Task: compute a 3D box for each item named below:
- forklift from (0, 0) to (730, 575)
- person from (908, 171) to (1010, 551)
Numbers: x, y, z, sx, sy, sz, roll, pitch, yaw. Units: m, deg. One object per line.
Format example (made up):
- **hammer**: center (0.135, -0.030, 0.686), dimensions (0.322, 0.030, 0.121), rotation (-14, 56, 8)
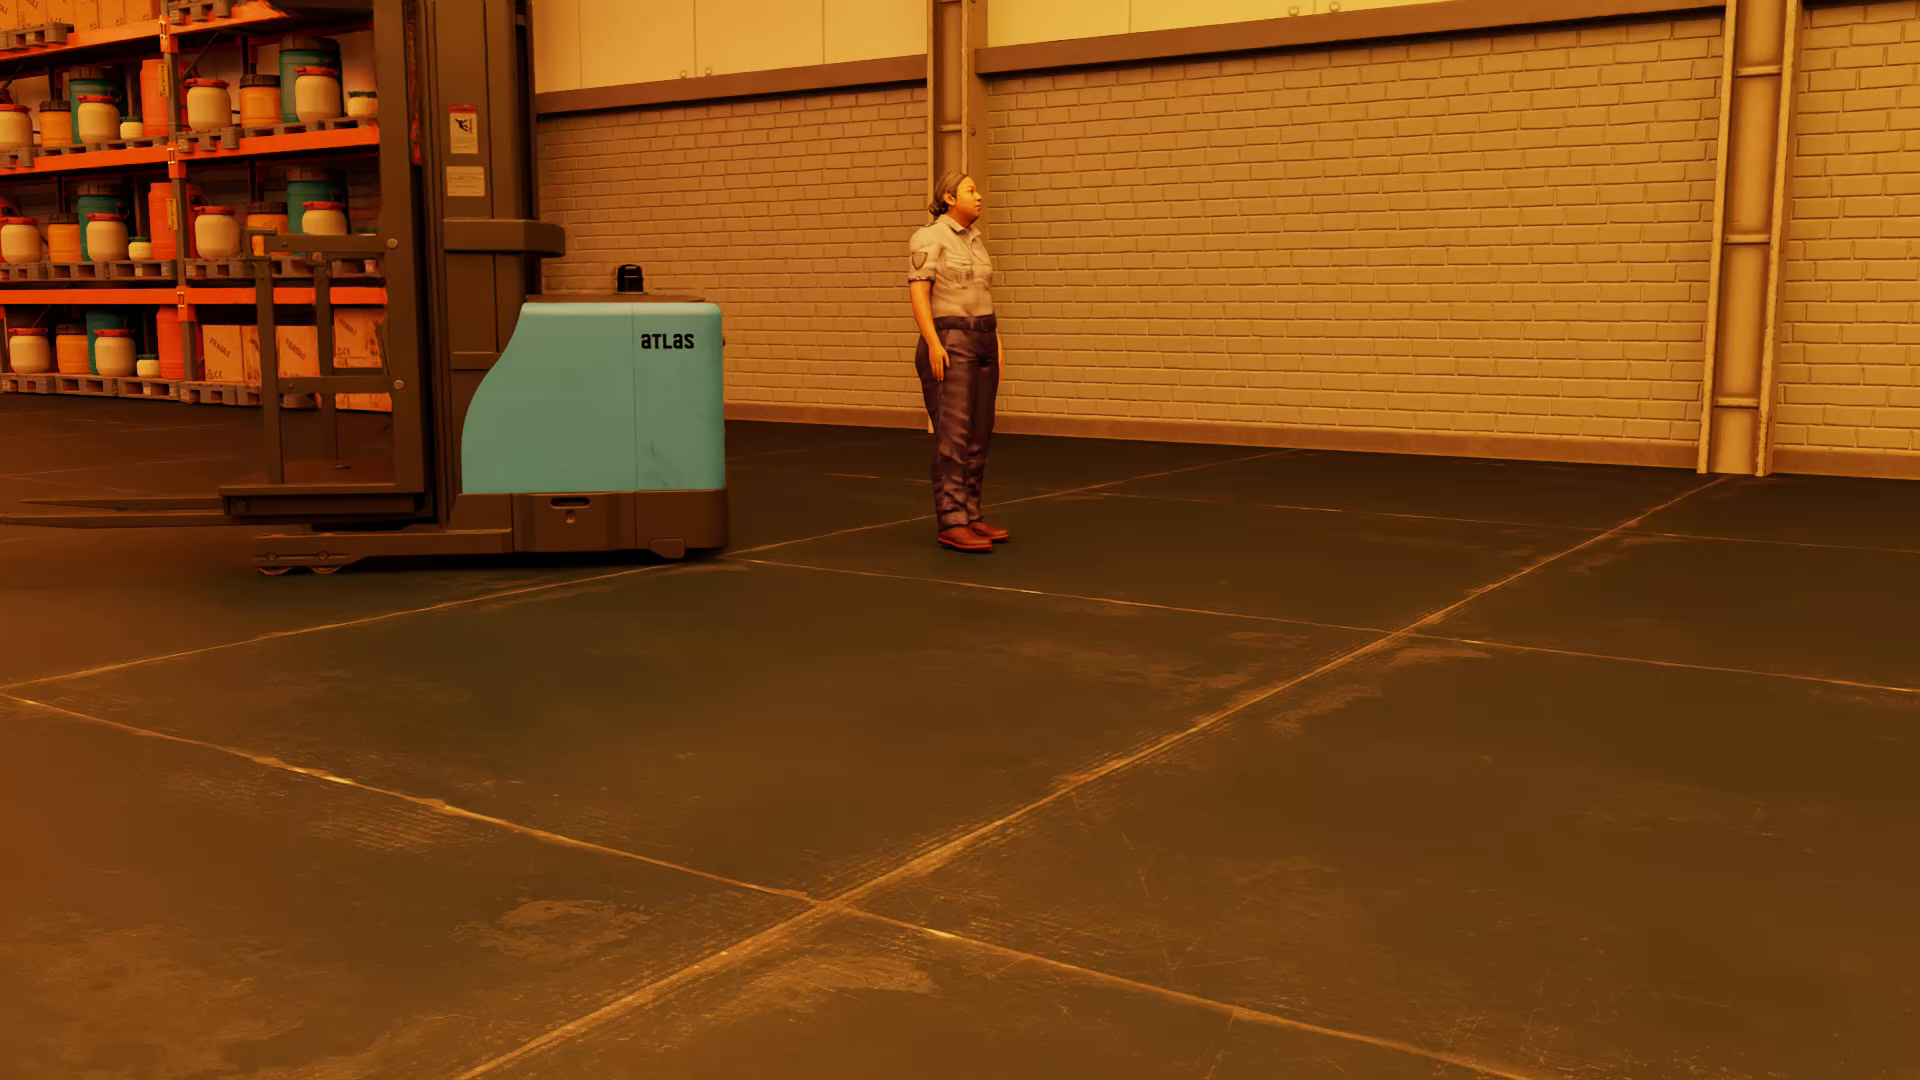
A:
- **forklift**: center (-2.527, -1.390, 6.970), dimensions (3.031, 2.935, 1.130), rotation (-1, 8, -8)
- **person**: center (0.062, -0.814, 7.419), dimensions (0.503, 1.650, 0.599), rotation (5, 10, 34)
